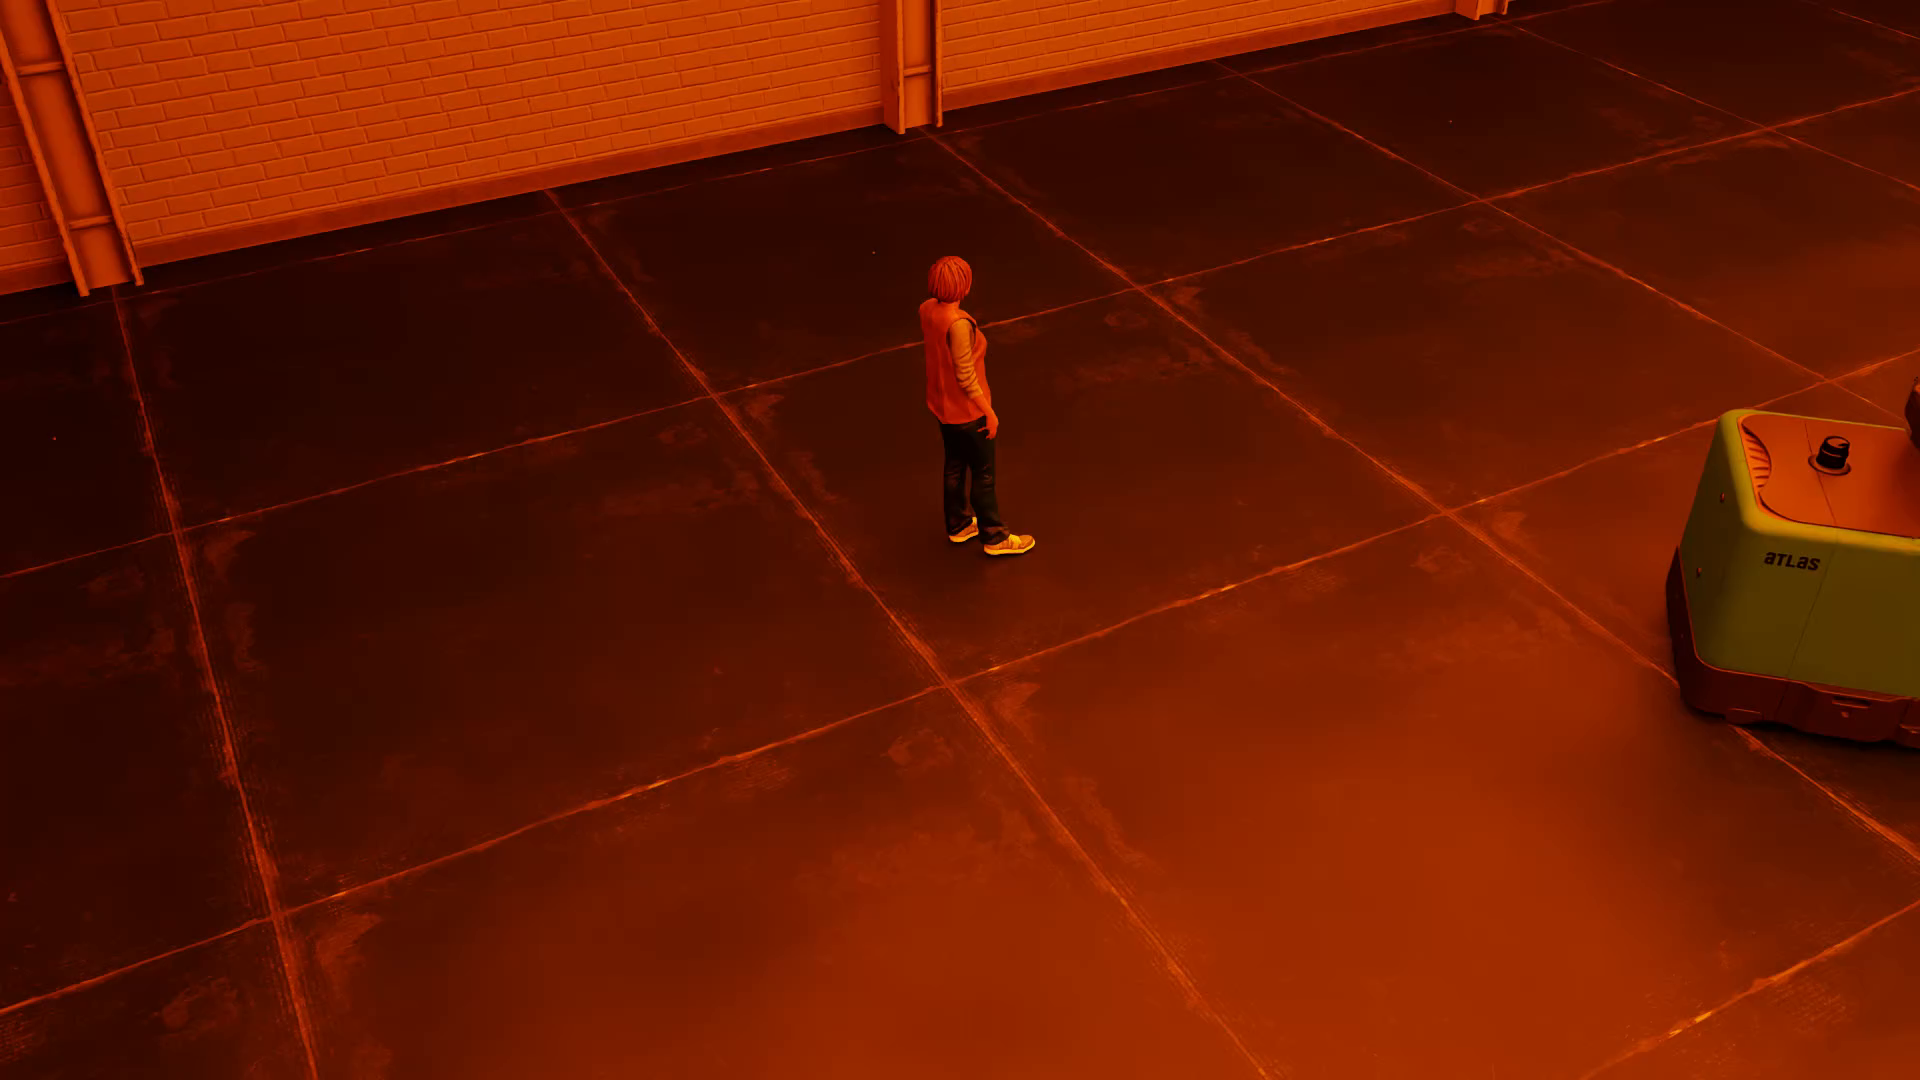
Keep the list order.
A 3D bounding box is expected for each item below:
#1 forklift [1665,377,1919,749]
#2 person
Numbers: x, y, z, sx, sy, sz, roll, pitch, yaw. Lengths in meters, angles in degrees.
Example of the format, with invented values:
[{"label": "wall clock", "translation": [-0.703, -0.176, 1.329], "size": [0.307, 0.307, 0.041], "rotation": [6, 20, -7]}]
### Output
[{"label": "forklift", "translation": [4.847, -0.457, 6.770], "size": [3.031, 2.935, 1.130], "rotation": [8, 36, 12]}, {"label": "person", "translation": [0.074, -0.670, 8.213], "size": [0.473, 1.599, 0.513], "rotation": [-17, 39, -23]}]
